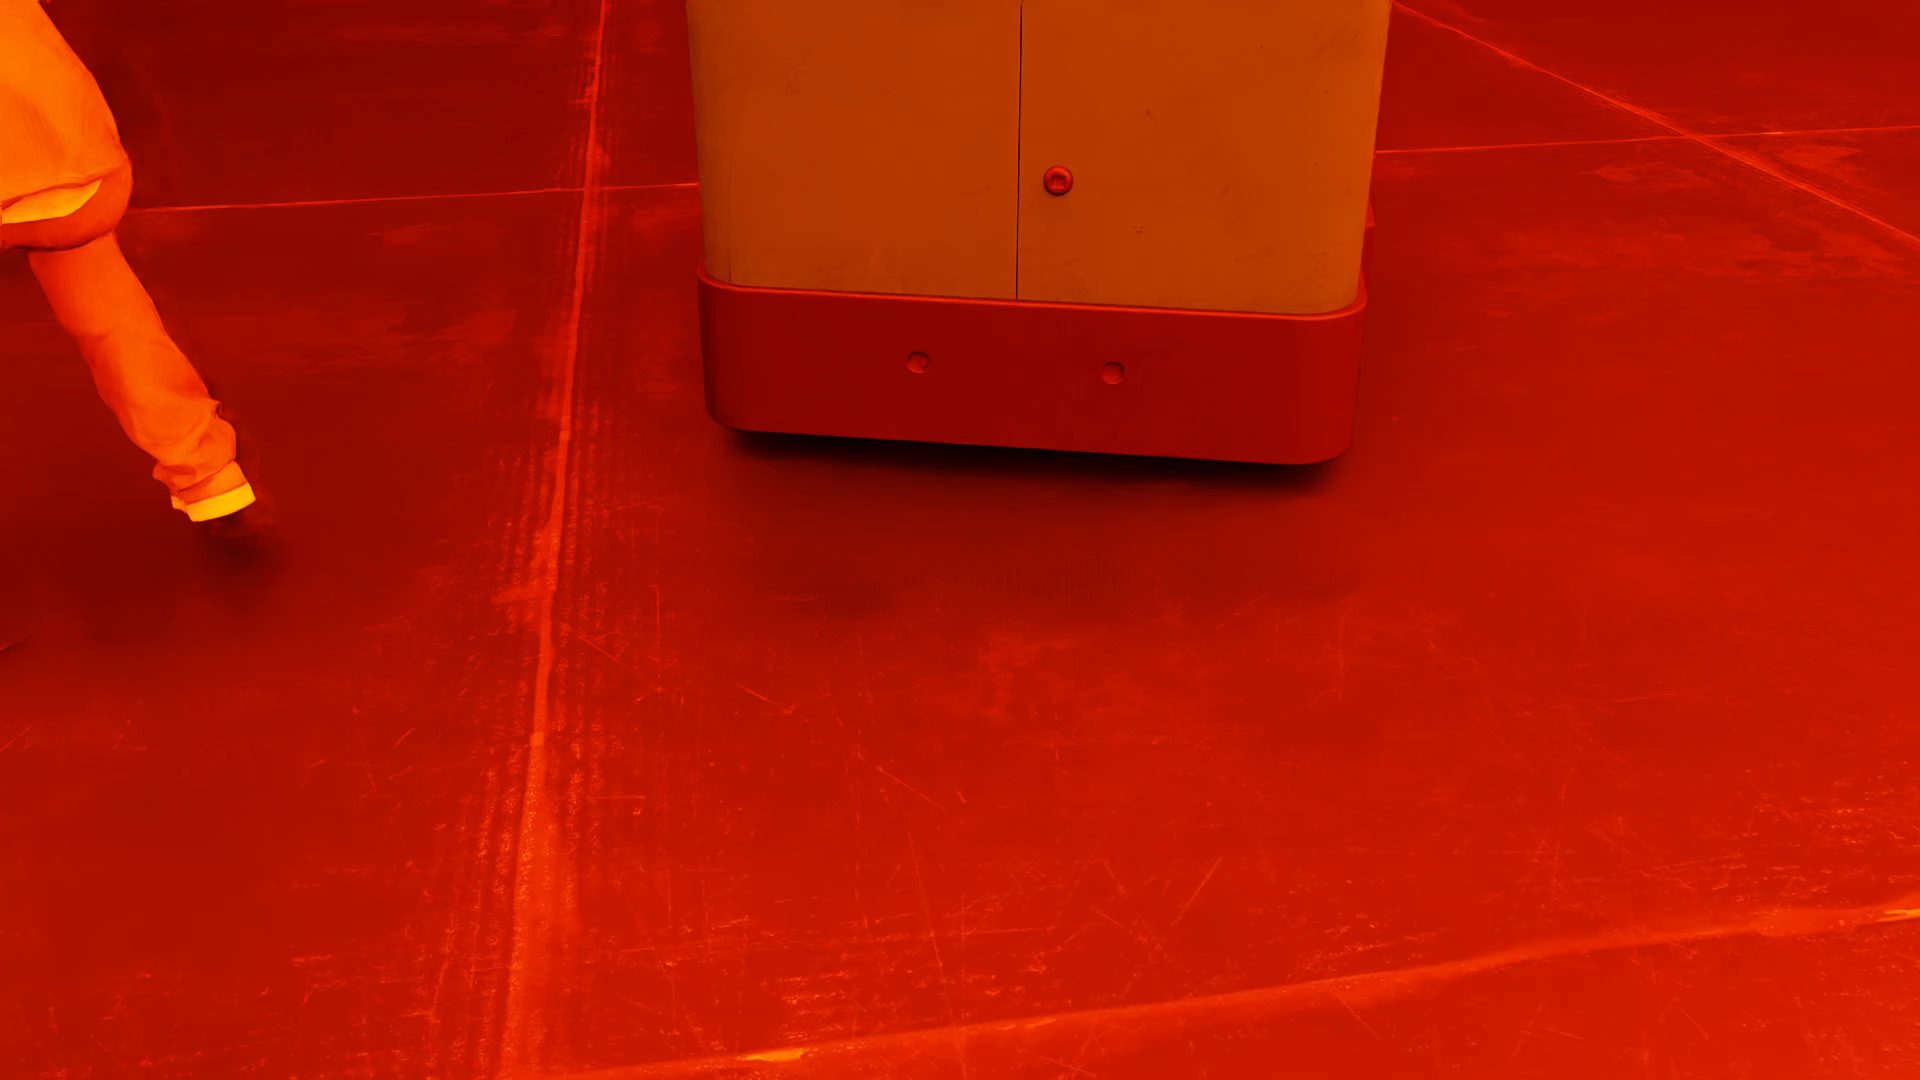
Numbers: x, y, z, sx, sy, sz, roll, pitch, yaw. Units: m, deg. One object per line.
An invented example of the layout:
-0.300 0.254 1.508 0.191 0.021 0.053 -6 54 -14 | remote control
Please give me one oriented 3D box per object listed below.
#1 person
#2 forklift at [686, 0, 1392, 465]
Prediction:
-1.353 -0.498 2.040 0.736 1.370 0.765 -19 33 -31 | person
0.310 -2.077 3.289 1.130 2.935 3.031 4 28 8 | forklift
